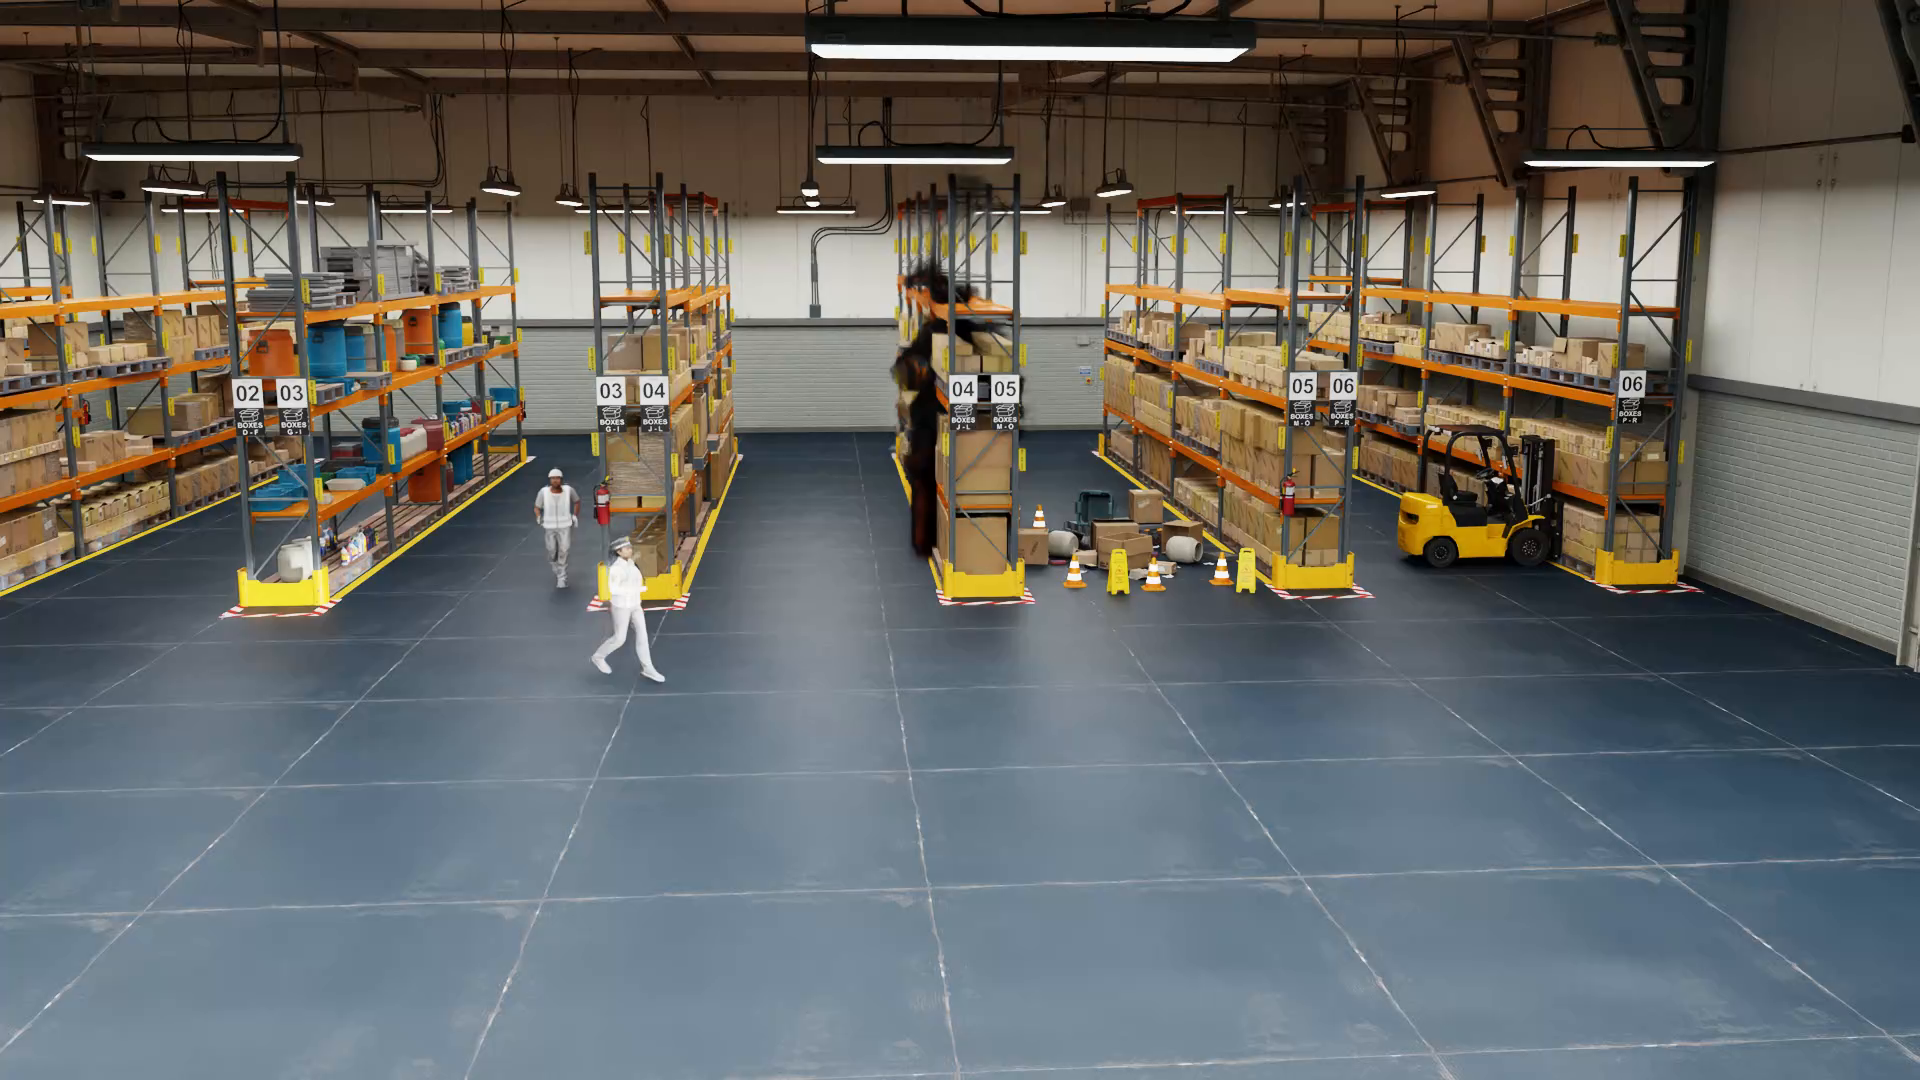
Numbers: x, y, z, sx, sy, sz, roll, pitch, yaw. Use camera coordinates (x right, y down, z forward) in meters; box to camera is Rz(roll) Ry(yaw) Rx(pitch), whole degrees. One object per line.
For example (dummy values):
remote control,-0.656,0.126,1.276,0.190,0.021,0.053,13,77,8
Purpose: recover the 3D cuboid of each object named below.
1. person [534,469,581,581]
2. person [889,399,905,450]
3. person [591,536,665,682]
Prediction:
person,-5.962,-0.212,24.674,0.671,1.687,0.538,-2,10,-13
person,-1.308,-2.979,41.052,0.867,1.592,0.703,-2,10,-8
person,-3.872,0.784,19.264,0.920,1.701,0.612,4,11,21
